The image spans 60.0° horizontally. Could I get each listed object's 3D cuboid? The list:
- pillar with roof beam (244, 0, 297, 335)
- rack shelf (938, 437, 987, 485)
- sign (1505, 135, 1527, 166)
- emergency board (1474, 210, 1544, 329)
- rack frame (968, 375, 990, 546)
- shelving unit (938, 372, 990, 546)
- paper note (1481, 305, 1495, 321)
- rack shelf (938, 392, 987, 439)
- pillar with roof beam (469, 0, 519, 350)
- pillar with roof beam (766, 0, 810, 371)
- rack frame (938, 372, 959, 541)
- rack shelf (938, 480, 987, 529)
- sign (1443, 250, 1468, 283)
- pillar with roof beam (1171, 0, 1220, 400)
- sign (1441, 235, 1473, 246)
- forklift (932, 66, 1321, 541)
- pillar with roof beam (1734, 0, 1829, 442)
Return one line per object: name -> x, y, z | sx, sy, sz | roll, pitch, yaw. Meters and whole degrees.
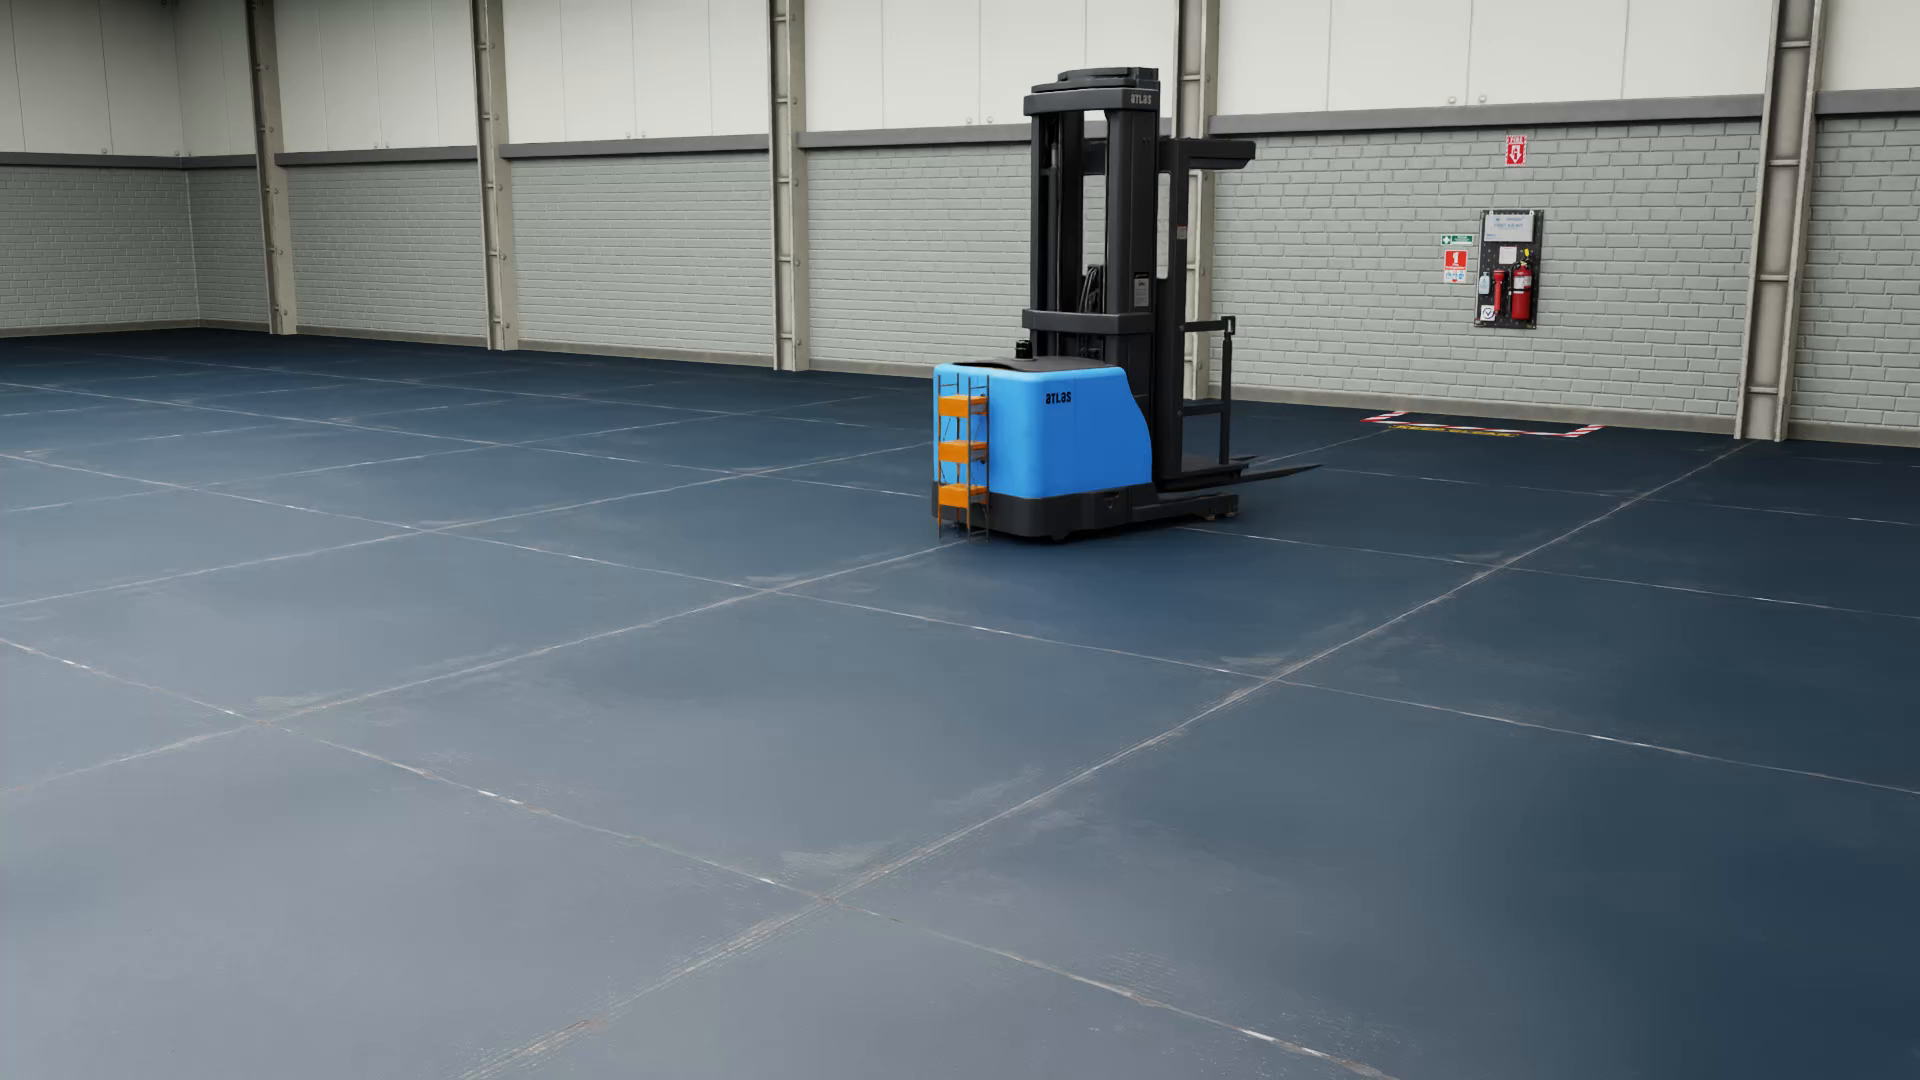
pillar with roof beam -> -14.478, -7.400, 25.087 | 0.400, 9.000, 9.100 | 8, 13, 36
rack shelf -> 0.023, -0.498, 10.393 | 0.240, 0.259, 0.215 | 9, 14, 39
sign -> 5.497, -3.853, 16.446 | 0.199, 0.298, 0.001 | 8, 13, 36
emergency board -> 5.445, -2.699, 16.583 | 0.643, 1.169, 0.194 | 8, 13, 36
rack frame -> 0.116, -0.493, 10.314 | 0.008, 1.050, 0.200 | 9, 14, 39
shelving unit -> 0.023, -0.508, 10.391 | 0.252, 1.050, 0.215 | 9, 14, 39
paper note -> 5.343, -2.297, 16.824 | 0.142, 0.148, 0.016 | 8, 13, 36
rack shelf -> 0.023, -0.776, 10.339 | 0.240, 0.259, 0.215 | 9, 14, 39
pillar with roof beam -> -9.642, -6.725, 21.600 | 0.400, 9.000, 9.100 | 8, 13, 36
pillar with roof beam -> -4.806, -6.051, 18.113 | 0.400, 9.000, 9.100 | 8, 13, 36
rack frame -> -0.071, -0.523, 10.468 | 0.008, 1.050, 0.200 | 9, 14, 39
rack shelf -> 0.023, -0.225, 10.446 | 0.240, 0.259, 0.215 | 9, 14, 39
sign -> 5.060, -2.794, 16.982 | 0.234, 0.329, 0.001 | 8, 13, 36
pillar with roof beam -> 0.030, -5.376, 14.627 | 0.400, 9.000, 9.100 | 8, 13, 36
sign -> 5.058, -3.053, 16.922 | 0.331, 0.109, 0.001 | 8, 13, 36
forklift -> 1.273, -1.638, 11.278 | 3.031, 2.935, 1.130 | -9, 14, -39
pillar with roof beam -> 4.866, -4.701, 11.140 | 0.400, 9.000, 9.100 | 8, 13, 36
